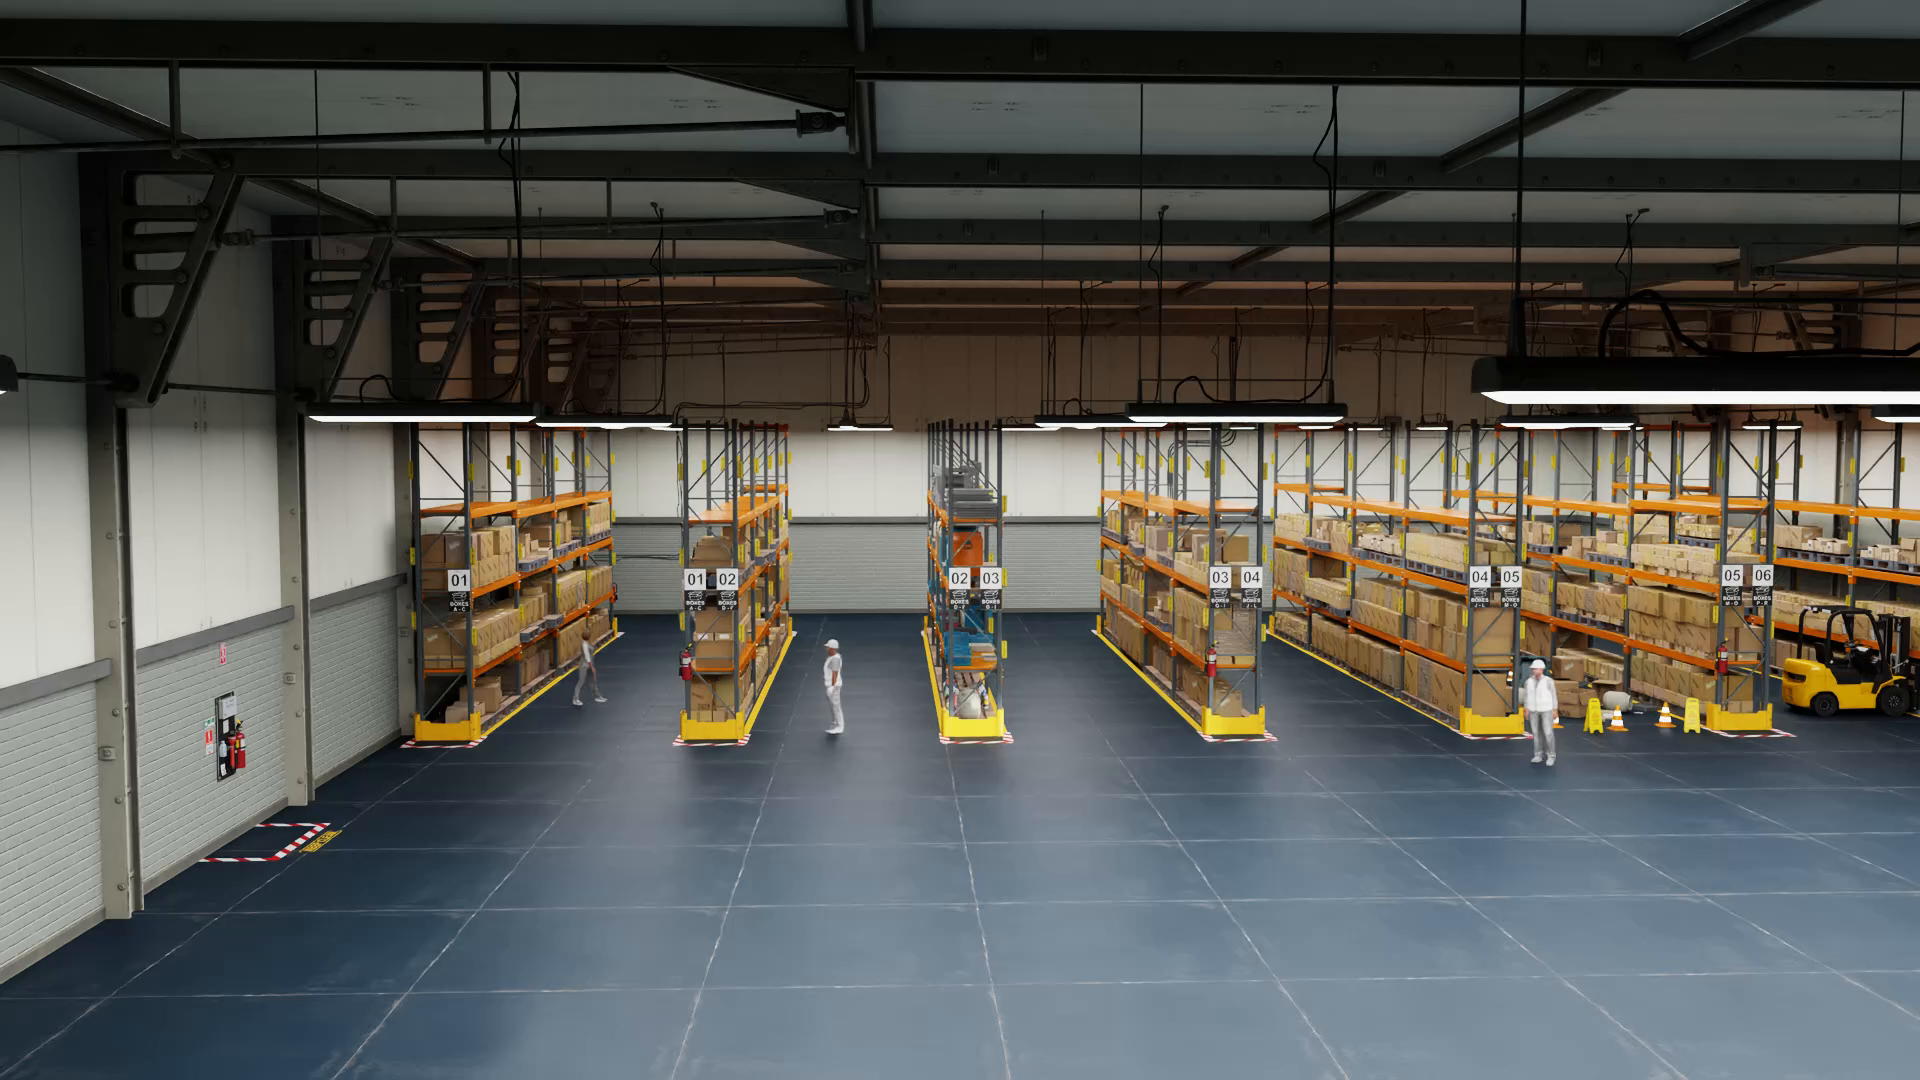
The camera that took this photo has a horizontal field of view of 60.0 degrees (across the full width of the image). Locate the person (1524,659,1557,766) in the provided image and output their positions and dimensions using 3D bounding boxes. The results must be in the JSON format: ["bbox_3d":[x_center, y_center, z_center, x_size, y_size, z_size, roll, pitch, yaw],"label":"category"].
[{"bbox_3d":[10.094,2.990,28.948,0.599,1.811,0.388,3,5,42],"label":"person"}]

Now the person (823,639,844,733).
[{"bbox_3d":[-2.426,2.803,31.756,0.376,1.816,0.625,-1,4,-14],"label":"person"}]

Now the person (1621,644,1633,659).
[{"bbox_3d":[16.273,2.245,40.632,0.616,1.778,0.461,-4,5,-44],"label":"person"}]

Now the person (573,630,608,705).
[{"bbox_3d":[-7.846,2.672,35.158,0.646,1.575,0.574,0,4,3],"label":"person"}]
